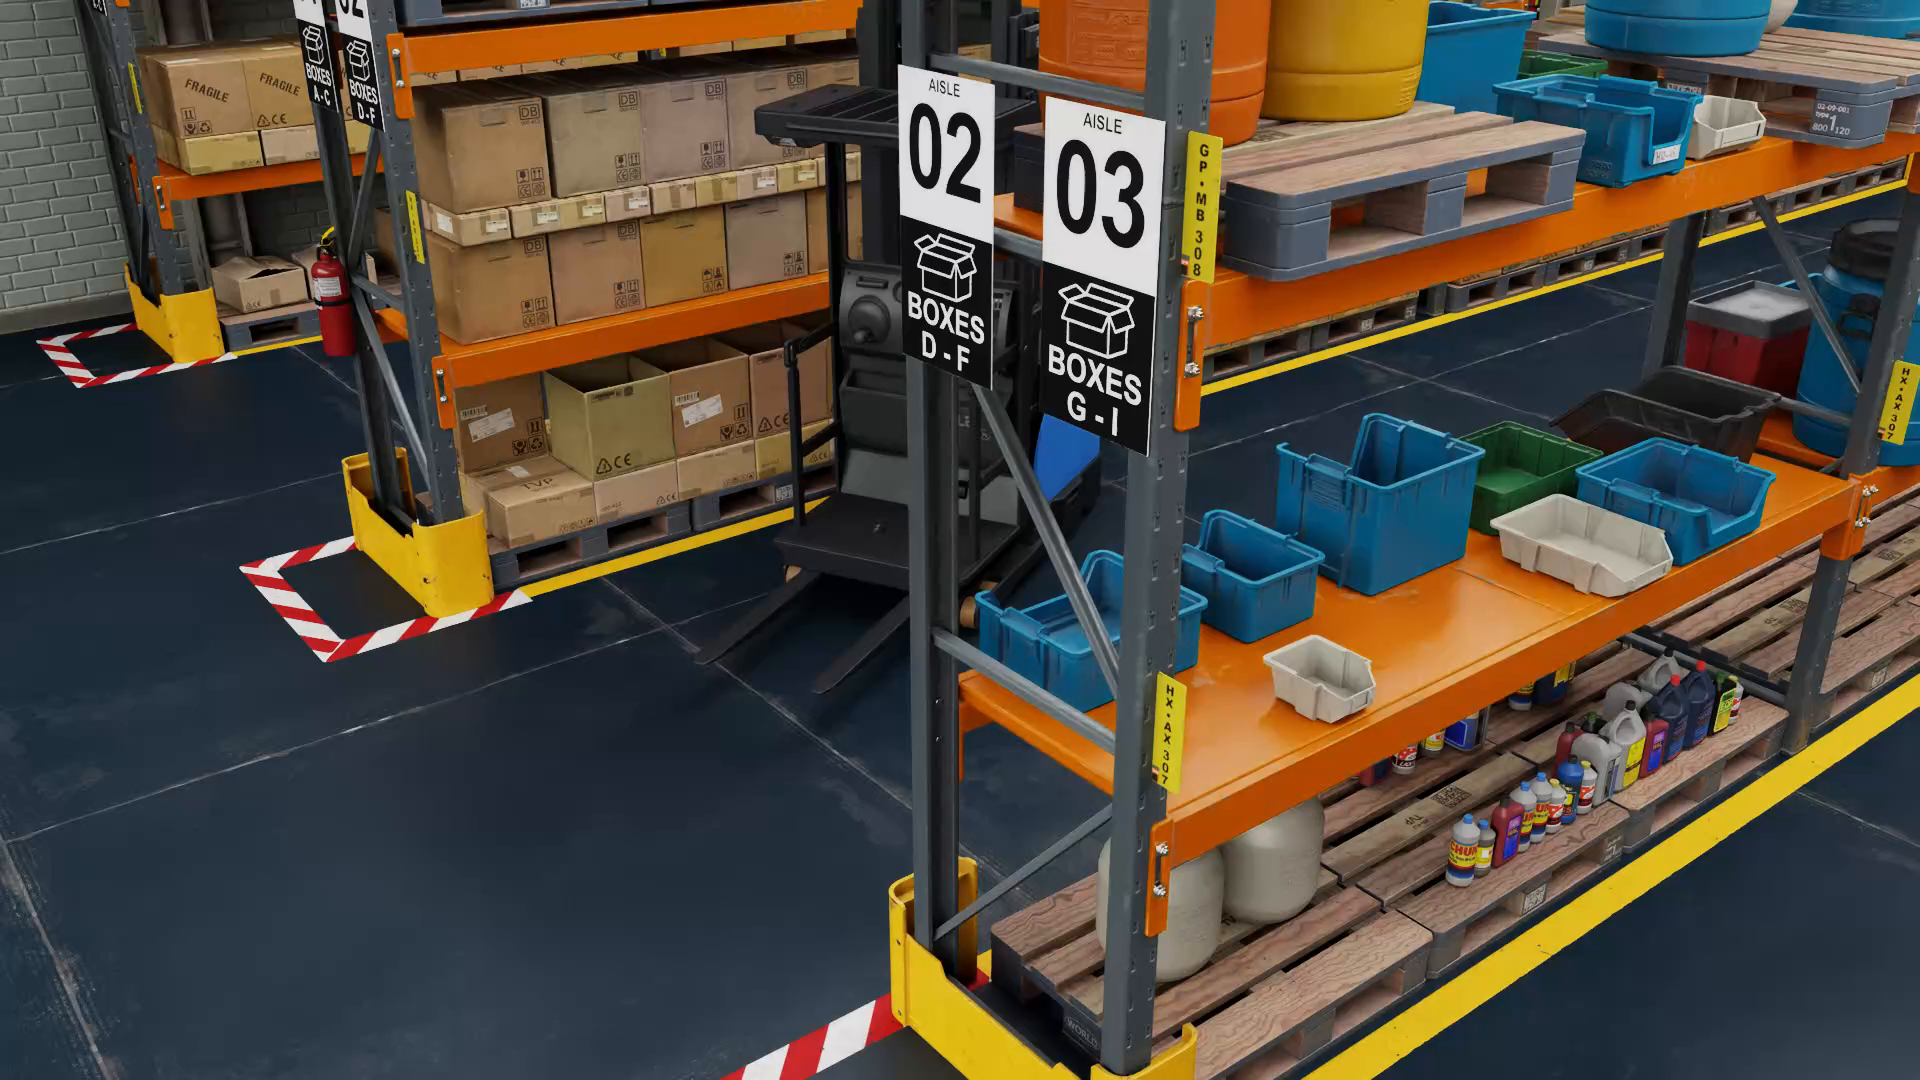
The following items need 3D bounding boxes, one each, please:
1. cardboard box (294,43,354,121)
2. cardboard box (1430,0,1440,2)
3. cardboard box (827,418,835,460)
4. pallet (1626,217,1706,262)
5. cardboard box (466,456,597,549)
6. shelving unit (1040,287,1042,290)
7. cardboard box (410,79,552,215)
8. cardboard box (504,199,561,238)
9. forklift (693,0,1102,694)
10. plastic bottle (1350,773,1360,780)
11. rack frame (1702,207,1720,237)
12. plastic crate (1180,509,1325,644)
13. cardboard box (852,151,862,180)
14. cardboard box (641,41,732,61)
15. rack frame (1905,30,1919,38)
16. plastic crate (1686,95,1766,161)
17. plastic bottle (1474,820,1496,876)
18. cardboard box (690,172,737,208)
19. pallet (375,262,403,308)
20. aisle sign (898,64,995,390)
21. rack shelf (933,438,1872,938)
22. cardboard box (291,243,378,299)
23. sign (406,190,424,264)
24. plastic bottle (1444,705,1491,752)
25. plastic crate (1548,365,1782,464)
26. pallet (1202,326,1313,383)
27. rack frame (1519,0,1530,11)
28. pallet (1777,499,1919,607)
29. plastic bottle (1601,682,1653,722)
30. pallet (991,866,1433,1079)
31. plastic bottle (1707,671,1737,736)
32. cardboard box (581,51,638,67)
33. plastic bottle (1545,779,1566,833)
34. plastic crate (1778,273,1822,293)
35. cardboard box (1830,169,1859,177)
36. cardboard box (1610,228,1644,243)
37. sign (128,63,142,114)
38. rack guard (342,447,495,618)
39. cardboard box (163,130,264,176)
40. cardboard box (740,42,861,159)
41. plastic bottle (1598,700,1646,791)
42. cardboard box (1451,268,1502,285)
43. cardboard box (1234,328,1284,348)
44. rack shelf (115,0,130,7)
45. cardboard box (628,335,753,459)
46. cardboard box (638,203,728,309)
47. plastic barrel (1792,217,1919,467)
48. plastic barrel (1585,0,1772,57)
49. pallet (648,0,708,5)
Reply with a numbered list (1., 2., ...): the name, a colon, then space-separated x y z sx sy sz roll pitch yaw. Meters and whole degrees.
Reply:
1. cardboard box: -4.545 -3.403 12.283 0.500 0.500 0.500 -19 31 -36
2. cardboard box: 5.112 -6.609 19.571 0.700 0.700 0.980 -20 32 -36
3. cardboard box: -0.718 -0.728 10.023 0.500 0.250 0.500 -18 31 -34
4. pallet: 5.974 -2.828 15.094 1.213 0.211 1.003 -18 31 -34
5. cardboard box: -2.293 -0.209 8.904 0.500 0.250 0.500 -18 31 -34
6. shelving unit: 0.513 -0.976 9.911 0.258 1.200 0.189 11 14 23
7. cardboard box: -2.435 -1.965 8.260 0.500 0.500 0.700 -18 30 -34
8. cardboard box: -2.204 -1.640 8.330 0.250 0.149 0.380 -19 31 -35
9. forklift: -0.265 -1.092 8.121 1.130 2.935 3.031 11 27 23
10. plastic bottle: 1.591 0.799 6.678 0.135 0.276 0.152 -18 30 -34
11. rack frame: 6.591 -4.317 14.989 0.127 3.000 1.000 -18 31 -34
12. plastic crate: 0.925 0.113 5.619 0.408 0.251 0.499 -18 31 -34
13. cardboard box: -0.588 -2.173 9.480 0.250 0.149 0.380 -18 31 -34
14. cardboard box: -2.343 -4.245 14.192 0.500 0.500 0.700 -18 30 -34
15. rack frame: 3.349 -3.318 5.711 0.127 3.000 1.000 -18 31 -34
16. plastic crate: 2.336 -1.287 5.211 0.396 0.136 0.243 -18 31 -34
17. plastic bottle: 1.902 1.117 6.081 0.097 0.201 0.097 0 25 0
18. cardboard box: -1.398 -1.905 8.903 0.250 0.149 0.380 -19 31 -35
19. pallet: -4.231 -2.109 13.544 1.213 0.211 1.003 -18 31 -34
20. aisle sign: -0.038 -0.817 4.359 0.004 0.787 0.394 -18 31 -34
21. rack shelf: 1.775 0.249 6.005 4.000 0.370 1.077 -18 31 -34
22. cardboard box: -4.863 -2.118 12.922 0.500 0.311 0.500 -15 29 -30
23. sign: -2.514 -1.443 7.674 0.005 0.325 0.100 -18 31 -34
24. plastic bottle: 2.086 0.713 6.863 0.135 0.276 0.152 -18 31 -34
25. plastic crate: 2.859 -0.475 6.784 0.504 0.338 0.767 -18 31 -34
26. pallet: 1.812 -1.497 12.225 1.213 0.211 1.003 -18 31 -34
27. rack frame: 6.679 -6.996 20.762 0.127 3.000 1.000 -18 31 -34
28. pallet: 4.904 0.132 8.714 1.213 0.211 1.003 -18 31 -34
29. plastic bottle: 2.758 0.709 6.872 0.135 0.276 0.152 -18 31 -34
30. pallet: 0.875 1.462 5.849 1.213 0.211 1.003 -18 31 -34
31. plastic bottle: 3.174 0.670 6.948 0.133 0.283 0.061 -17 30 -32
32. cardboard box: -2.945 -3.935 13.429 0.500 0.500 0.500 -18 31 -34
33. plastic bottle: 2.247 1.003 6.327 0.097 0.201 0.097 0 25 0
34. plastic crate: 4.025 -0.979 7.816 0.575 0.384 0.392 -18 31 -34
35. cardboard box: 8.697 -3.849 16.724 0.500 0.250 0.500 -18 31 -34
36. cardboard box: 5.590 -2.904 14.391 0.500 0.500 0.500 -18 30 -33
37. sign: -5.577 -3.053 11.237 0.005 0.325 0.100 -18 31 -34
38. rack guard: -2.871 -0.060 8.785 0.348 0.500 1.175 -18 31 -34
39. cardboard box: -5.332 -2.803 11.880 0.500 0.250 0.500 -19 31 -35
40. cardboard box: -0.841 -2.494 9.401 0.500 0.500 0.700 -18 31 -34
41. plastic bottle: 2.615 0.801 6.584 0.185 0.351 0.144 -18 31 -34
42. cardboard box: 3.978 -2.367 13.234 0.500 0.500 0.500 -17 30 -32
43. cardboard box: 1.976 -1.605 11.912 0.500 0.250 0.500 -18 30 -33
44. rack shelf: -4.338 -4.394 12.446 4.000 0.370 1.077 -18 31 -34
45. cardboard box: -1.515 -0.814 9.317 0.500 0.500 0.500 -18 31 -34
46. cardboard box: -1.672 -1.627 9.075 0.500 0.500 0.700 -18 30 -34
47. plastic barrel: 3.840 -0.825 6.868 0.708 0.901 0.600 -18 31 -34
48. plastic barrel: 2.500 -2.153 5.667 0.708 0.901 0.600 -18 31 -34
49. pallet: -1.319 -3.014 8.723 1.213 0.211 1.003 -18 31 -34
